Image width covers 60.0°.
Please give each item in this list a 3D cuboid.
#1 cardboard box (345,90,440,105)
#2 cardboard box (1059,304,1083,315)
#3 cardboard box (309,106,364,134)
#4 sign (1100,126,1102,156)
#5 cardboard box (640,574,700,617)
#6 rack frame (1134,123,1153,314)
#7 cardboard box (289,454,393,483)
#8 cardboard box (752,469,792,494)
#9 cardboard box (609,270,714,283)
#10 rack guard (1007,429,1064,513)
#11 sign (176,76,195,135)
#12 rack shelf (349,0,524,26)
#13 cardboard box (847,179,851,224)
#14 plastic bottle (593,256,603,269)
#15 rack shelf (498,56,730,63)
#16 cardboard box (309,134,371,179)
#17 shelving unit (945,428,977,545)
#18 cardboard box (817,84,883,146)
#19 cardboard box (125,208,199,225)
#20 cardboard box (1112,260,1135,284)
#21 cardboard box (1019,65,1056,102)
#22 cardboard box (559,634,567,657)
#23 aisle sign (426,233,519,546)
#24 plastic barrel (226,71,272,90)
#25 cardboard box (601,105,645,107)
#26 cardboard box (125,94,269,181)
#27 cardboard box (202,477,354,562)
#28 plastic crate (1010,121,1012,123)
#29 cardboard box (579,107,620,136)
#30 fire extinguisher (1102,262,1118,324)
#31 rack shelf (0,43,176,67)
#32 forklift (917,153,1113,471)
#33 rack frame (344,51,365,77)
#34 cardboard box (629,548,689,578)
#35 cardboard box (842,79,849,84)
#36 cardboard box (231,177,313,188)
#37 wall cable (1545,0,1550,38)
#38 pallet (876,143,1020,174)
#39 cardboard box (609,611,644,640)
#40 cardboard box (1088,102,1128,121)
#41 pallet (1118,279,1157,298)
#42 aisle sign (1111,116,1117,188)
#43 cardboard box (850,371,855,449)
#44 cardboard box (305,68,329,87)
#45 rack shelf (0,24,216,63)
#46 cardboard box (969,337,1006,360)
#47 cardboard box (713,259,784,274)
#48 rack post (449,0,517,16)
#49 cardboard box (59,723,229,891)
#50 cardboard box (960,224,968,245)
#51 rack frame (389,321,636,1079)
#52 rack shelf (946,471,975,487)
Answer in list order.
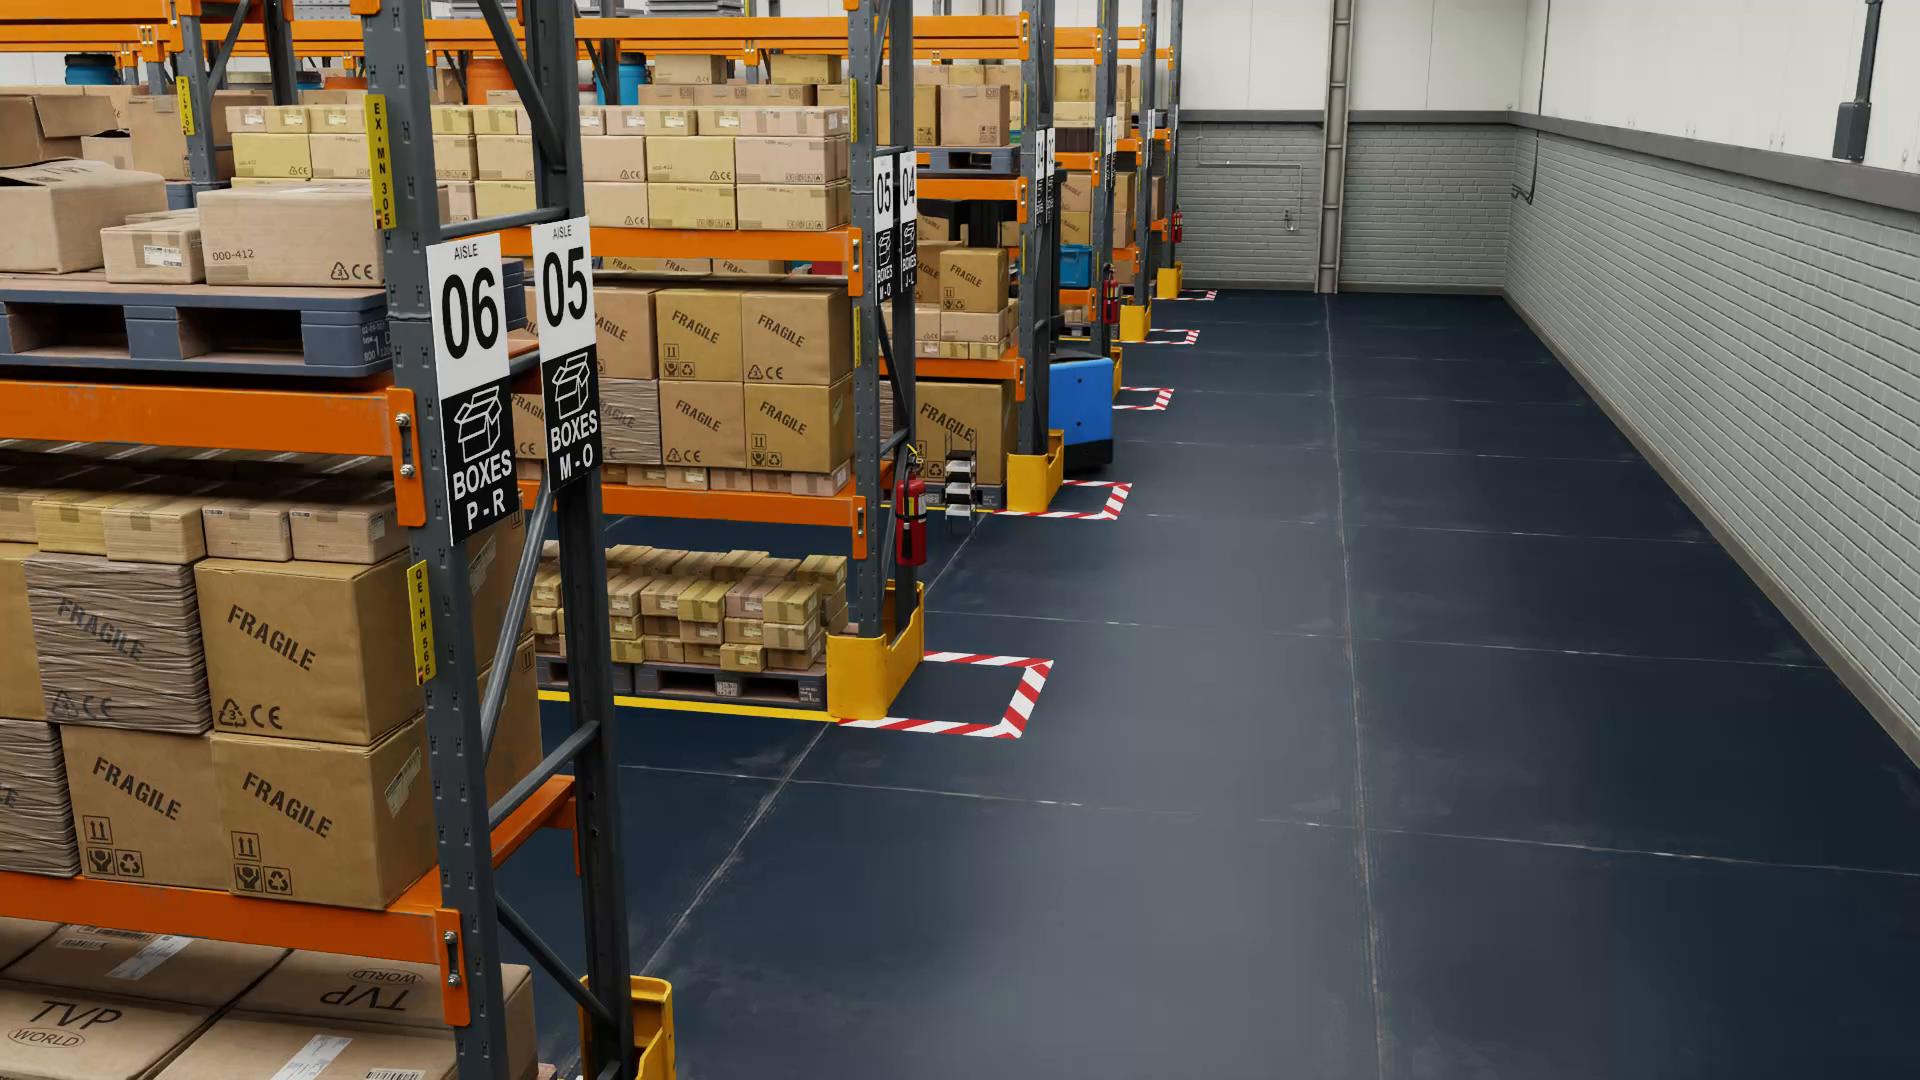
[{"bbox_3d":[-5.178,-3.860,15.208,0.637,0.503,0.797,3,16,10],"label":"cardboard box"},{"bbox_3d":[1.667,-3.447,24.645,0.500,0.250,0.500,3,16,11],"label":"cardboard box"},{"bbox_3d":[-3.598,-2.466,9.754,0.250,0.149,0.380,3,16,10],"label":"cardboard box"},{"bbox_3d":[1.549,-4.386,18.282,0.005,0.325,0.100,3,16,11],"label":"sign"},{"bbox_3d":[-1.756,0.336,10.098,0.250,0.149,0.380,2,16,9],"label":"cardboard box"},{"bbox_3d":[2.633,-4.431,23.868,0.127,3.000,1.000,3,16,11],"label":"rack frame"},{"bbox_3d":[-1.883,-0.176,5.234,0.250,0.149,0.380,4,16,12],"label":"cardboard box"},{"bbox_3d":[-1.044,-0.393,9.762,0.250,0.149,0.380,3,16,11],"label":"cardboard box"},{"bbox_3d":[-1.820,-1.373,10.211,0.500,0.500,0.500,3,16,10],"label":"cardboard box"},{"bbox_3d":[0.679,-0.634,14.843,0.348,0.500,1.175,3,16,11],"label":"rack guard"},{"bbox_3d":[-4.459,-2.499,9.570,0.005,0.325,0.100,3,16,11],"label":"sign"},{"bbox_3d":[-3.279,-1.705,4.888,4.000,0.370,1.077,3,16,11],"label":"rack shelf"},{"bbox_3d":[-0.821,-2.011,9.796,0.500,0.250,0.500,4,16,13],"label":"cardboard box"},{"bbox_3d":[-4.323,-3.346,20.045,0.185,0.351,0.144,3,16,11],"label":"plastic bottle"},{"bbox_3d":[-6.183,-8.611,29.816,4.000,0.370,1.077,3,16,11],"label":"rack shelf"},{"bbox_3d":[-3.440,-2.258,9.751,0.500,0.250,0.500,3,16,11],"label":"cardboard box"},{"bbox_3d":[0.008,-0.433,13.370,0.210,0.900,0.258,3,16,11],"label":"shelving unit"},{"bbox_3d":[-0.909,-3.674,14.355,0.500,0.500,0.700,2,16,7],"label":"cardboard box"},{"bbox_3d":[-2.340,-0.940,5.145,0.250,0.149,0.380,4,16,13],"label":"cardboard box"},{"bbox_3d":[2.911,-4.736,28.865,0.500,0.500,0.700,3,16,11],"label":"cardboard box"},{"bbox_3d":[1.142,-6.477,23.575,0.500,0.500,0.700,3,16,11],"label":"cardboard box"},{"bbox_3d":[-2.274,0.600,10.260,0.250,0.149,0.380,3,16,12],"label":"cardboard box"},{"bbox_3d":[-1.311,-0.415,4.501,0.004,0.787,0.394,3,16,11],"label":"aisle sign"},{"bbox_3d":[-8.934,-5.456,21.010,0.600,0.901,0.600,0,15,0],"label":"plastic barrel"},{"bbox_3d":[-1.953,-2.520,9.950,0.250,0.149,0.380,4,16,13],"label":"cardboard box"},{"bbox_3d":[-4.701,-2.505,10.324,0.500,0.500,0.700,3,16,11],"label":"cardboard box"},{"bbox_3d":[-1.964,-0.064,4.827,0.250,0.149,0.380,3,16,12],"label":"cardboard box"},{"bbox_3d":[0.200,-4.704,19.352,0.767,0.338,0.504,3,16,11],"label":"plastic crate"},{"bbox_3d":[-2.065,-2.371,9.411,0.250,0.149,0.380,3,16,12],"label":"cardboard box"},{"bbox_3d":[1.700,-2.791,18.793,0.183,0.674,0.296,3,16,11],"label":"fire extinguisher"},{"bbox_3d":[-12.077,-6.232,21.228,4.000,0.370,1.077,3,16,11],"label":"rack shelf"},{"bbox_3d":[0.231,-2.345,16.468,1.130,2.935,3.031,-10,18,-32],"label":"forklift"},{"bbox_3d":[-9.126,-7.960,25.372,0.127,3.000,1.000,3,16,11],"label":"rack frame"},{"bbox_3d":[-1.923,0.182,10.656,0.250,0.149,0.380,4,16,13],"label":"cardboard box"},{"bbox_3d":[-1.766,-6.434,24.320,0.600,0.600,0.600,2,16,6],"label":"cardboard box"},{"bbox_3d":[-3.951,-2.040,9.899,0.500,0.250,0.500,4,16,14],"label":"cardboard box"},{"bbox_3d":[8.549,-8.453,23.508,0.112,2.526,3.097,3,16,11],"label":"wall cable"},{"bbox_3d":[-0.074,-3.279,14.258,1.213,0.211,1.003,3,16,11],"label":"pallet"},{"bbox_3d":[-2.026,0.476,10.151,0.250,0.149,0.380,3,16,12],"label":"cardboard box"},{"bbox_3d":[2.079,-6.006,23.279,0.500,0.250,0.500,3,16,11],"label":"cardboard box"},{"bbox_3d":[2.818,-4.405,28.999,1.213,0.211,1.003,3,16,11],"label":"pallet"},{"bbox_3d":[1.772,-4.462,19.111,0.004,0.787,0.394,3,16,11],"label":"aisle sign"},{"bbox_3d":[-0.817,-0.835,10.143,0.500,0.500,0.500,4,16,14],"label":"cardboard box"},{"bbox_3d":[-11.733,-8.479,30.767,0.500,0.500,0.500,2,16,7],"label":"cardboard box"},{"bbox_3d":[-9.144,-4.723,15.783,4.000,0.370,1.077,3,16,11],"label":"rack shelf"},{"bbox_3d":[0.241,-1.651,14.305,0.250,0.149,0.380,3,16,12],"label":"cardboard box"},{"bbox_3d":[-1.854,-2.338,14.631,0.500,0.500,0.500,3,16,9],"label":"cardboard box"},{"bbox_3d":[-5.479,-6.388,19.836,0.937,0.300,0.954,3,16,11],"label":"rack post"},{"bbox_3d":[-2.334,0.718,5.095,0.500,0.500,0.500,3,16,10],"label":"cardboard box"},{"bbox_3d":[0.151,-4.540,24.075,0.500,0.500,0.500,3,16,11],"label":"cardboard box"},{"bbox_3d":[-1.319,0.753,5.155,0.127,3.000,1.000,3,16,11],"label":"rack frame"},{"bbox_3d":[0.008,-0.488,13.355,0.200,0.077,0.258,3,16,11],"label":"rack shelf"}]
